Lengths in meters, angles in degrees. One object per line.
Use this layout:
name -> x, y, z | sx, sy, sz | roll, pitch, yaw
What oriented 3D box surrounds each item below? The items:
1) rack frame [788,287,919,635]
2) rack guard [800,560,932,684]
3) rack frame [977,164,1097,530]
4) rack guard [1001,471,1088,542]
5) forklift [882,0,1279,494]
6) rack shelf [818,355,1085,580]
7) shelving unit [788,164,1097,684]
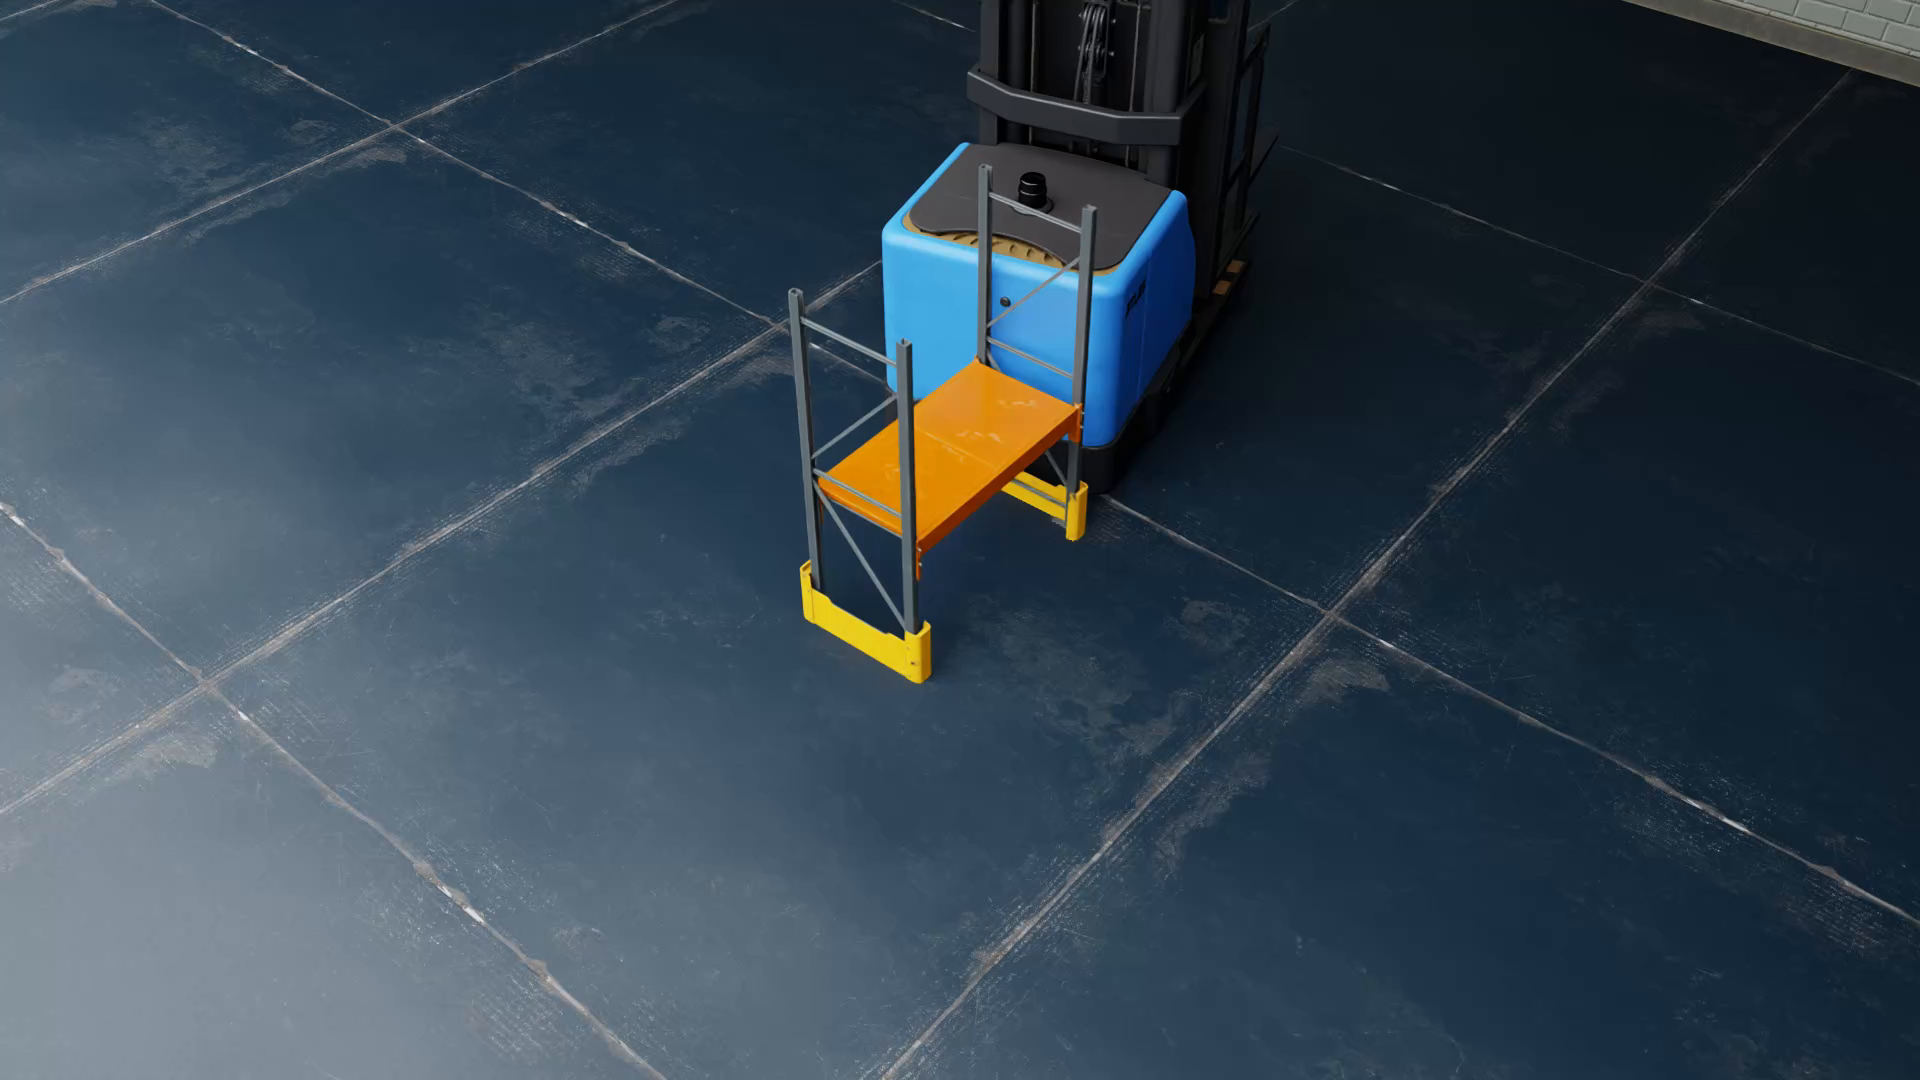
rack frame -> -0.355, -0.159, 5.810 | 0.500, 1.500, 0.032 | 28, 49, 27
rack guard -> -0.354, 0.303, 6.231 | 0.587, 0.250, 0.087 | 28, 49, 27
rack frame -> 0.273, -0.697, 6.401 | 0.500, 1.500, 0.032 | 28, 49, 27
rack guard -> 0.261, -0.224, 6.810 | 0.587, 0.250, 0.087 | 28, 49, 27
forklift -> 0.751, -2.269, 7.067 | 1.130, 2.935, 3.031 | 17, 45, 18
rack shelf -> -0.041, -0.295, 6.226 | 0.538, 0.185, 1.000 | 28, 49, 27
shelving unit -> -0.046, -0.423, 6.100 | 0.587, 1.500, 1.083 | 28, 49, 27
